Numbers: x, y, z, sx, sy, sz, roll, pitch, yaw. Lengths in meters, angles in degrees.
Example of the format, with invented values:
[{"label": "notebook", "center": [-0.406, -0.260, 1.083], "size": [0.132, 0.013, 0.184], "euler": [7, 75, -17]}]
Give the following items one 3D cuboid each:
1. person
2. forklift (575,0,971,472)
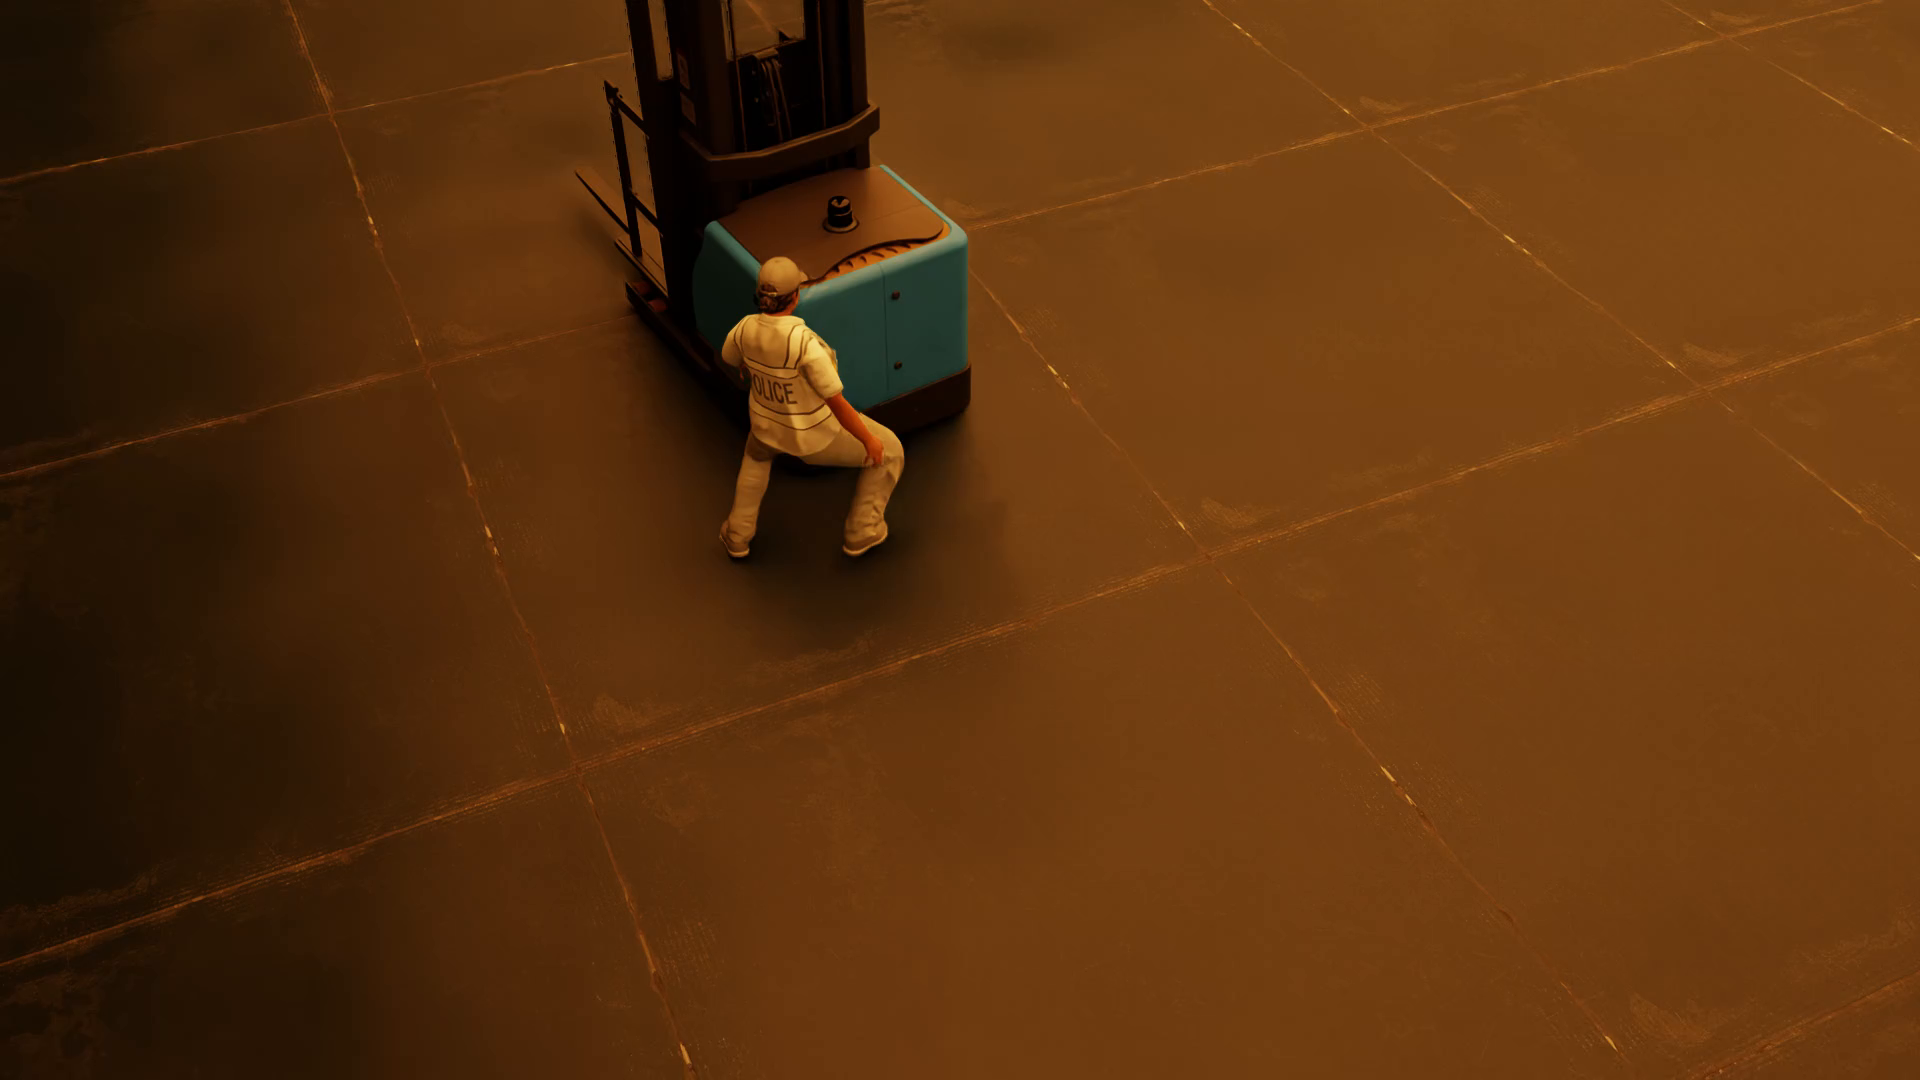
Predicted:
[{"label": "person", "center": [-0.715, -0.560, 7.319], "size": [0.878, 1.559, 0.626], "euler": [24, 48, 24]}, {"label": "forklift", "center": [-1.176, -2.382, 8.232], "size": [1.130, 2.935, 3.031], "euler": [-24, 48, -24]}]
